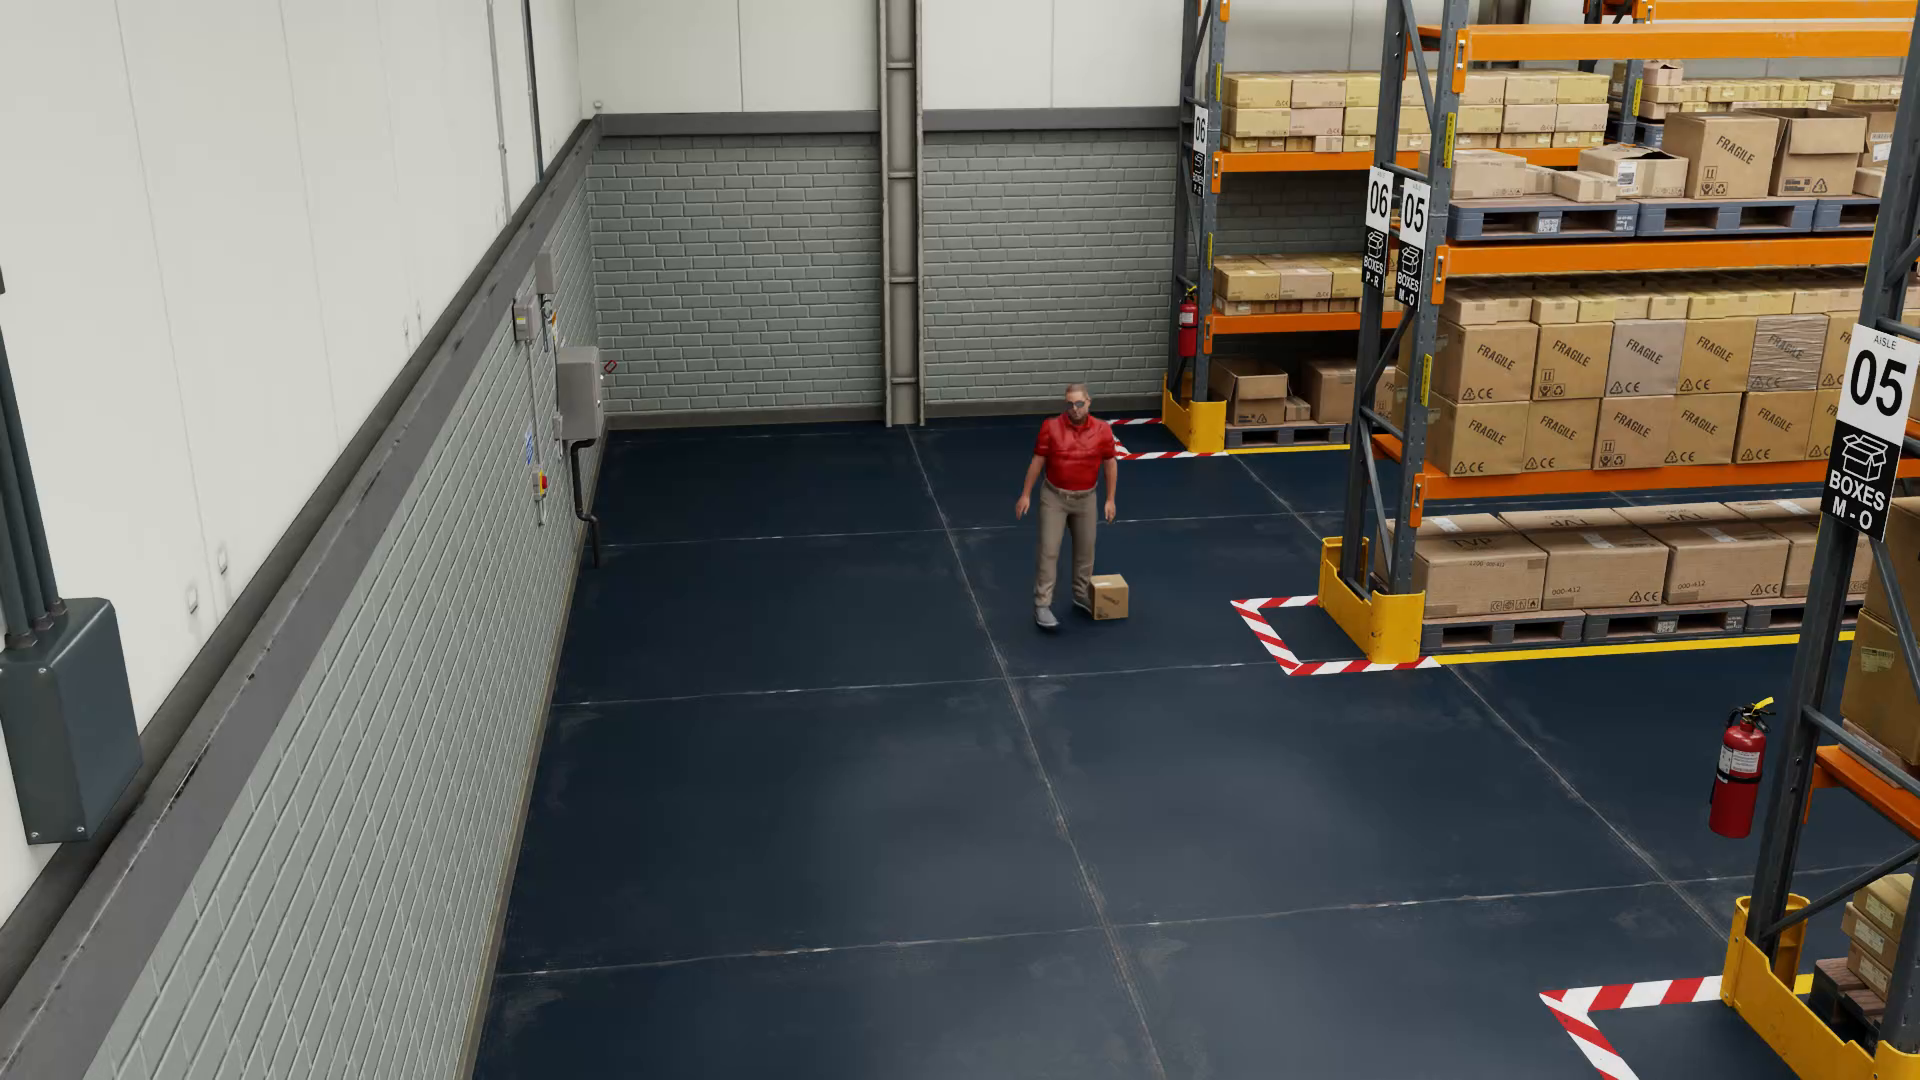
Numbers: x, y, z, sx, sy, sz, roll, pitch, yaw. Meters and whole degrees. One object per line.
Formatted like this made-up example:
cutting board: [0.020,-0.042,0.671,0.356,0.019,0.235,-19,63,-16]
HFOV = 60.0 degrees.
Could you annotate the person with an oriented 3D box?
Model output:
person: [0.761,-0.254,11.732,0.716,1.728,0.533,-3,20,-7]
